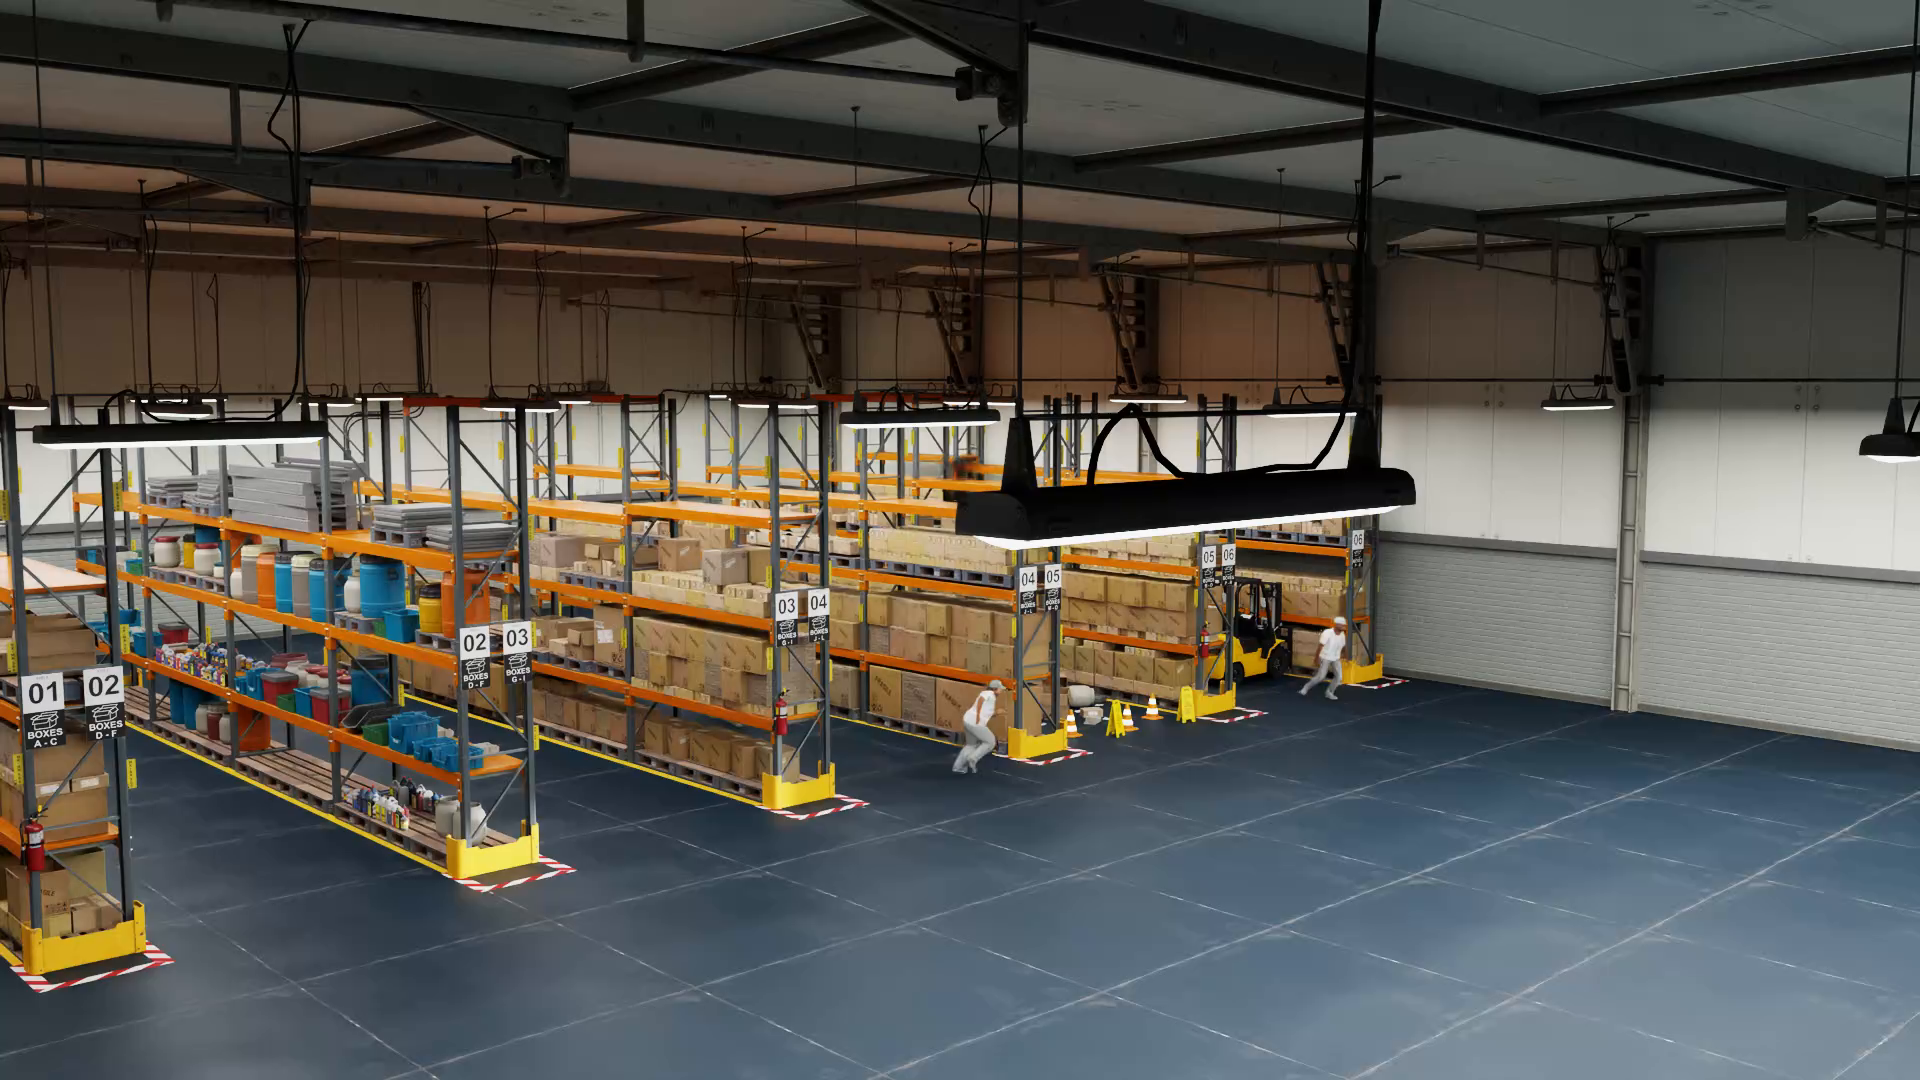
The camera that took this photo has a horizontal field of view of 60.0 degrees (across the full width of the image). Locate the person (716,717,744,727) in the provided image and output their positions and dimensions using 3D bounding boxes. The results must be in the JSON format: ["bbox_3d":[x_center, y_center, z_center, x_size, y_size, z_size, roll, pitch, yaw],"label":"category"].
[{"bbox_3d":[-4.316,2.555,30.547,0.914,1.690,0.551,4,7,33],"label":"person"}]

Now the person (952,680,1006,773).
[{"bbox_3d":[0.322,2.999,26.681,0.885,1.498,0.644,-1,6,-11],"label":"person"}]

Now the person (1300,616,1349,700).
[{"bbox_3d":[7.255,2.319,32.903,0.862,1.665,0.792,-3,6,-28],"label":"person"}]
